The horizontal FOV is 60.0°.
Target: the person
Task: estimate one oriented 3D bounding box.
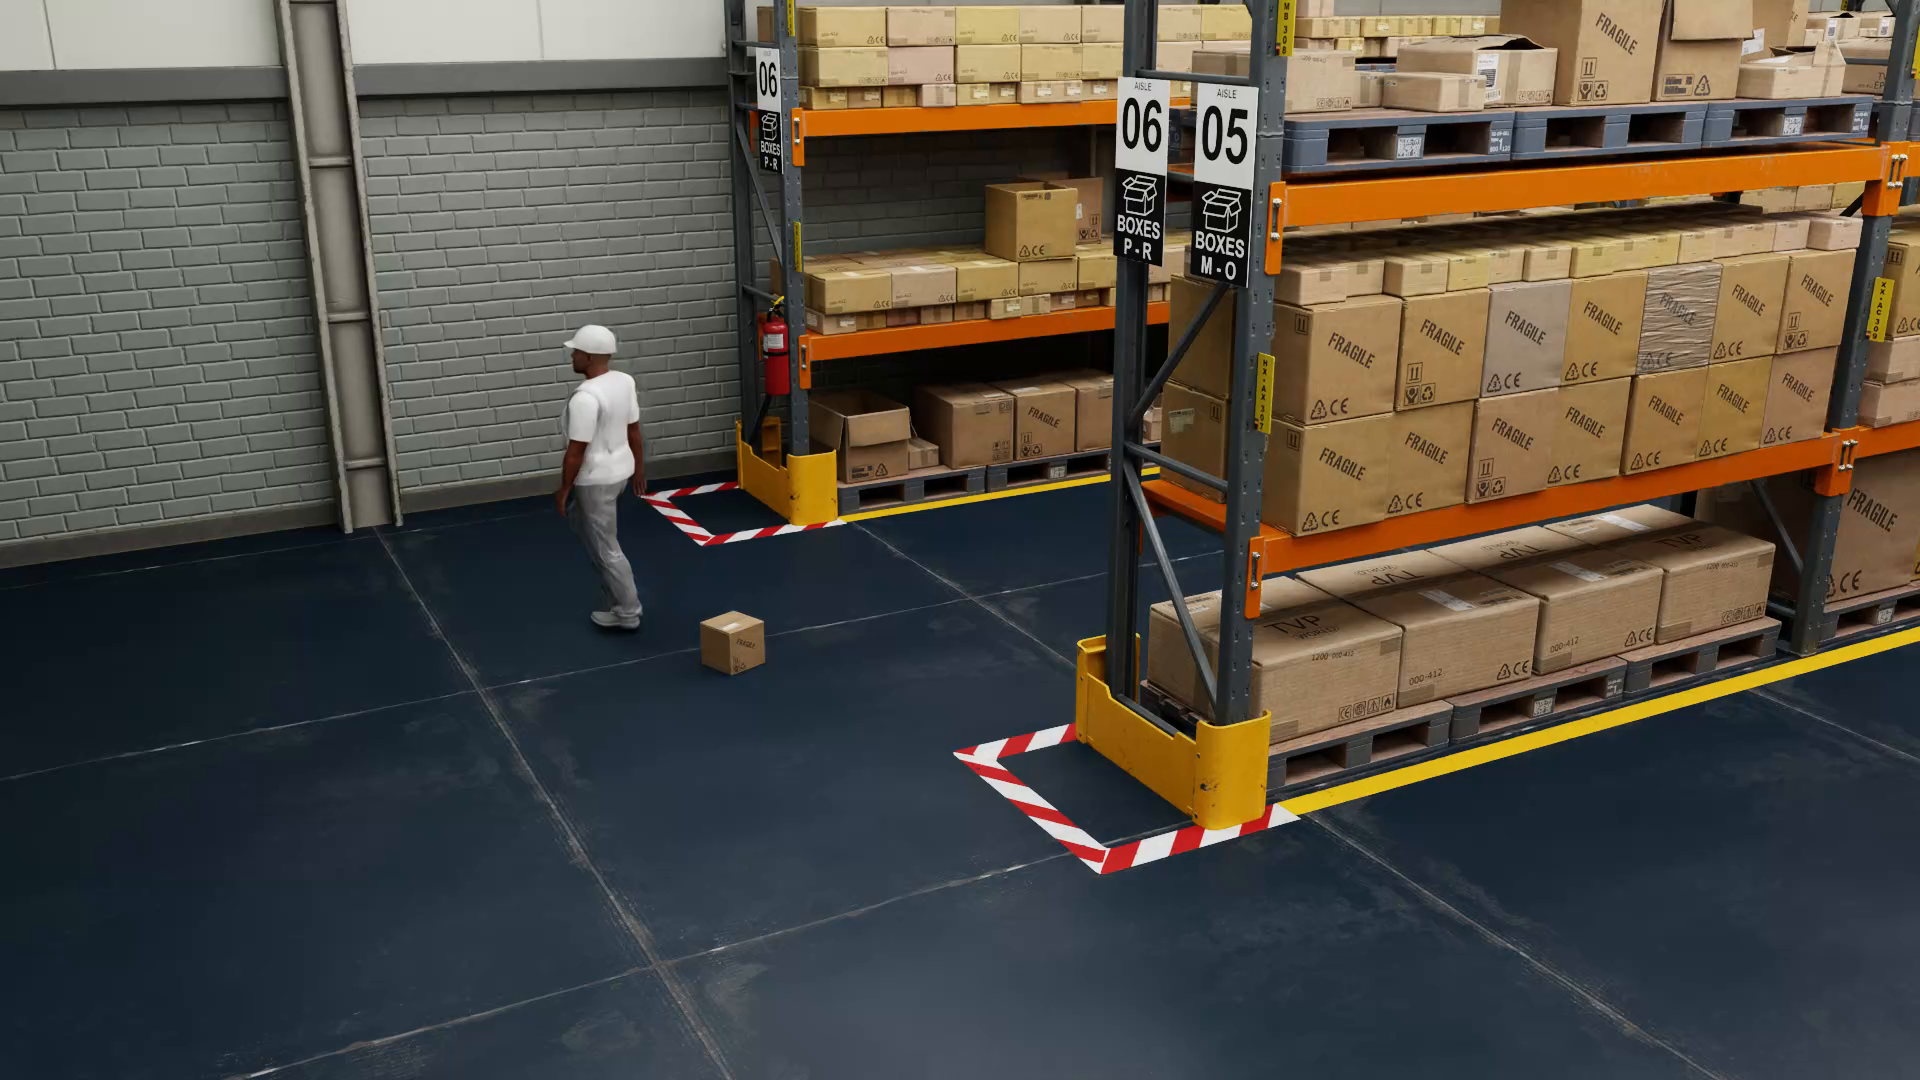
[{"bbox_3d":[-2.081,-0.337,9.523,0.509,1.810,0.617,5,19,13],"label":"person"}]
